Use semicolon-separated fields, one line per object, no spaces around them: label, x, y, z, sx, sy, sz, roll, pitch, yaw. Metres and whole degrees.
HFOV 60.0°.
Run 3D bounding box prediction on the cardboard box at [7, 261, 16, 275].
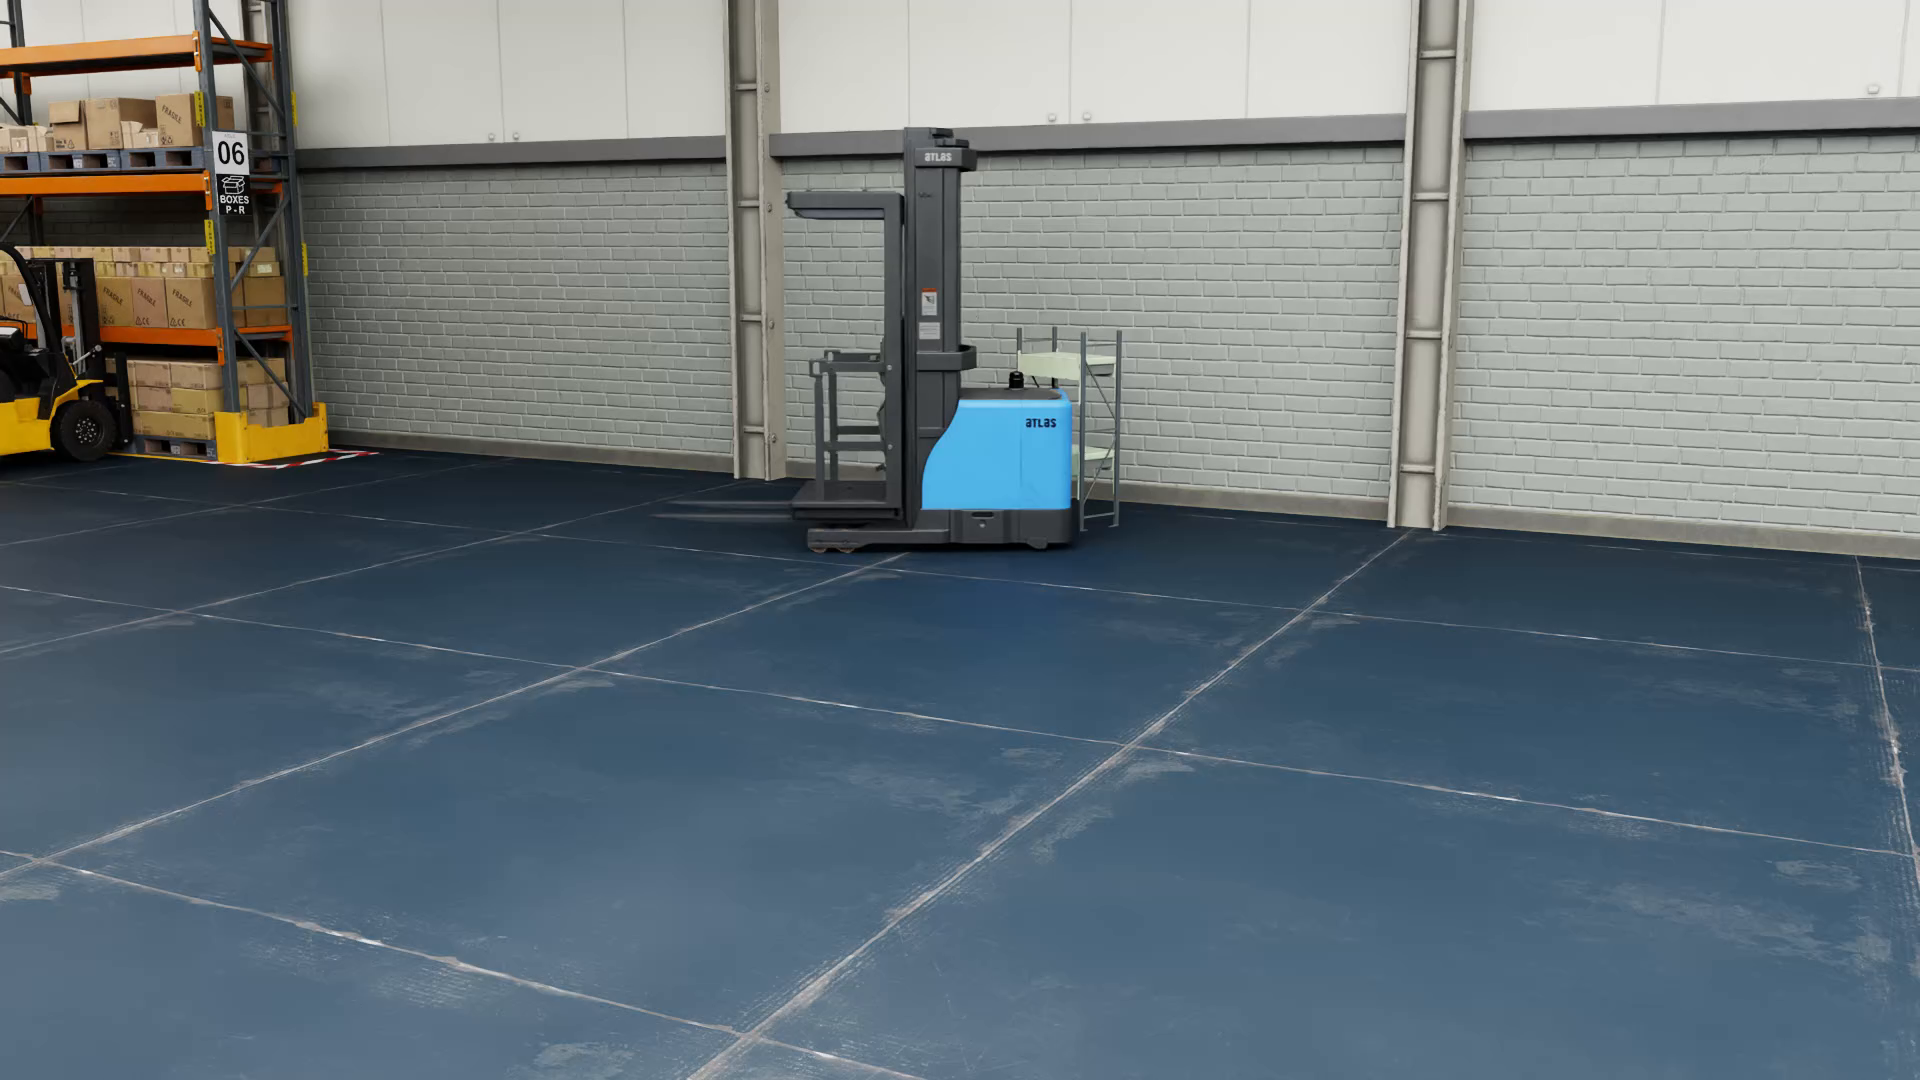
cardboard box;-9.946;-2.913;17.802;0.250;0.149;0.380;5;11;26

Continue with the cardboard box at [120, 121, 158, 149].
cardboard box;-8.112;-4.036;16.600;0.258;0.266;0.396;5;11;26

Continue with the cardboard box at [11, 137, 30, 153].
cardboard box;-9.637;-4.112;17.351;0.250;0.149;0.380;5;12;28

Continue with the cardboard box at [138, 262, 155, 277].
cardboard box;-8.107;-2.751;16.905;0.250;0.149;0.380;5;11;25

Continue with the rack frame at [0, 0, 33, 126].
rack frame;-10.594;-5.600;17.906;0.127;3.000;1.000;5;11;26

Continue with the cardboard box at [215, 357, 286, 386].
cardboard box;-7.354;-1.747;17.193;0.500;0.250;0.500;5;11;25

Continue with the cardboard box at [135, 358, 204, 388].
cardboard box;-8.018;-1.704;16.959;0.500;0.250;0.500;5;12;27

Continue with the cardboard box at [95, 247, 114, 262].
cardboard box;-8.610;-2.927;17.042;0.250;0.149;0.380;5;12;27

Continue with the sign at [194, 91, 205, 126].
sign;-7.260;-4.120;15.887;0.005;0.325;0.100;5;11;26

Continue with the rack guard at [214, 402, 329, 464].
rack guard;-6.985;-1.101;16.911;0.348;0.500;1.175;5;11;26

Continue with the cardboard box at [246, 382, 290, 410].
cardboard box;-7.337;-1.503;17.249;0.500;0.250;0.500;5;12;27

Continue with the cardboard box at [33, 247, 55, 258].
cardboard box;-9.502;-3.013;17.517;0.250;0.149;0.380;5;11;25

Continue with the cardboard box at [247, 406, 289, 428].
cardboard box;-7.361;-1.257;17.292;0.500;0.250;0.500;5;11;26

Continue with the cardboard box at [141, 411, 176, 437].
cardboard box;-8.010;-1.214;17.056;0.500;0.250;0.500;5;11;26

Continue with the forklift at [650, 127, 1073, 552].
forklift;-0.707;-1.448;12.000;3.031;2.935;1.130;0;10;1

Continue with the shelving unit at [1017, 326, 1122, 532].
shelving unit;0.831;-0.875;12.855;0.431;1.500;0.755;-8;13;-38

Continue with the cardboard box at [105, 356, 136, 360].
cardboard box;-8.926;-1.784;17.397;0.500;0.250;0.500;5;11;25

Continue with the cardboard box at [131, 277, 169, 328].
cardboard box;-8.026;-2.421;16.906;0.500;0.500;0.500;5;12;28

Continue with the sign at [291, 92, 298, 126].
sign;-6.756;-4.366;16.833;0.005;0.325;0.100;5;11;26

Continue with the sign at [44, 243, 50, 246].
sign;-10.350;-3.202;18.846;0.005;0.325;0.100;5;11;26

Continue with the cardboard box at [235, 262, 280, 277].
cardboard box;-7.196;-2.770;17.008;0.250;0.149;0.380;5;11;24

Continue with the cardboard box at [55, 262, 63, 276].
cardboard box;-9.290;-2.844;17.420;0.250;0.149;0.380;5;11;24

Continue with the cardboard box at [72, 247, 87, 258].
cardboard box;-9.018;-2.985;17.362;0.250;0.149;0.380;5;11;26

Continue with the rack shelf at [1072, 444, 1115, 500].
rack shelf;0.831;-0.554;12.913;0.431;0.370;0.720;-8;13;-38

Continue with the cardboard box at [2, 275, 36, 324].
cardboard box;-9.837;-2.582;17.795;0.500;0.500;0.500;5;12;27

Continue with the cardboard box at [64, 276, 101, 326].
cardboard box;-8.941;-2.500;17.338;0.500;0.500;0.500;5;11;26

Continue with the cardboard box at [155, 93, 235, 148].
cardboard box;-7.512;-4.110;16.354;0.500;0.500;0.500;5;12;28

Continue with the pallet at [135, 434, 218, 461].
pallet;-7.711;-1.015;17.243;1.213;0.211;1.003;5;11;26

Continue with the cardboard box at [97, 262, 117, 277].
cardboard box;-8.603;-2.781;17.072;0.250;0.149;0.380;5;11;26

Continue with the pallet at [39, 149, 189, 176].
pallet;-8.728;-3.921;17.300;1.213;0.211;1.003;5;11;26

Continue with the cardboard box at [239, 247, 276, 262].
cardboard box;-7.214;-2.908;16.940;0.250;0.149;0.380;5;11;25

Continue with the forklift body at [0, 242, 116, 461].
forklift body;-9.515;-1.773;15.990;1.214;2.155;2.313;5;11;26

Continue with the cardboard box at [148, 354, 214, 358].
cardboard box;-8.248;-1.827;17.635;0.500;0.250;0.500;5;11;25

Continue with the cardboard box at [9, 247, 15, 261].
cardboard box;-9.932;-3.066;17.809;0.250;0.149;0.380;5;11;25

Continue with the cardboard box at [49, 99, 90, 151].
cardboard box;-8.894;-4.261;17.176;0.637;0.503;0.797;5;12;28

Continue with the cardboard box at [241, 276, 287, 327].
cardboard box;-7.328;-2.466;17.150;0.500;0.500;0.500;5;12;28

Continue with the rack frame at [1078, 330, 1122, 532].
rack frame;1.059;-0.824;12.573;0.400;1.500;0.023;-8;13;-38

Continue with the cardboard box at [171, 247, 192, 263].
cardboard box;-7.656;-2.857;16.655;0.250;0.149;0.380;5;11;26

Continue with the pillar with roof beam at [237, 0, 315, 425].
pillar with roof beam;-9.137;-4.796;13.464;0.400;9.000;9.100;5;11;26

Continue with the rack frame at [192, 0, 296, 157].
rack frame;-7.007;-5.285;16.164;0.127;3.000;1.000;5;11;26

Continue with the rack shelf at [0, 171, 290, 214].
rack shelf;-8.801;-3.613;17.366;4.000;0.370;1.077;5;11;26

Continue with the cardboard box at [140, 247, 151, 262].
cardboard box;-8.093;-2.905;16.919;0.250;0.149;0.380;5;11;26

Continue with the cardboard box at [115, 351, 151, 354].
cardboard box;-9.159;-1.906;18.075;0.500;0.250;0.500;5;11;26

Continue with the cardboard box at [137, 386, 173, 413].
cardboard box;-8.027;-1.462;17.025;0.500;0.250;0.500;5;11;25

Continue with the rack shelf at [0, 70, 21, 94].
rack shelf;-12.388;-5.207;18.876;4.000;0.370;1.077;5;11;26

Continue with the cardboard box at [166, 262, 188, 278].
cardboard box;-7.684;-2.699;16.620;0.250;0.149;0.380;5;12;27

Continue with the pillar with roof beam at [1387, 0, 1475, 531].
pillar with roof beam;1.624;-3.851;8.239;0.400;9.000;9.100;5;11;26
